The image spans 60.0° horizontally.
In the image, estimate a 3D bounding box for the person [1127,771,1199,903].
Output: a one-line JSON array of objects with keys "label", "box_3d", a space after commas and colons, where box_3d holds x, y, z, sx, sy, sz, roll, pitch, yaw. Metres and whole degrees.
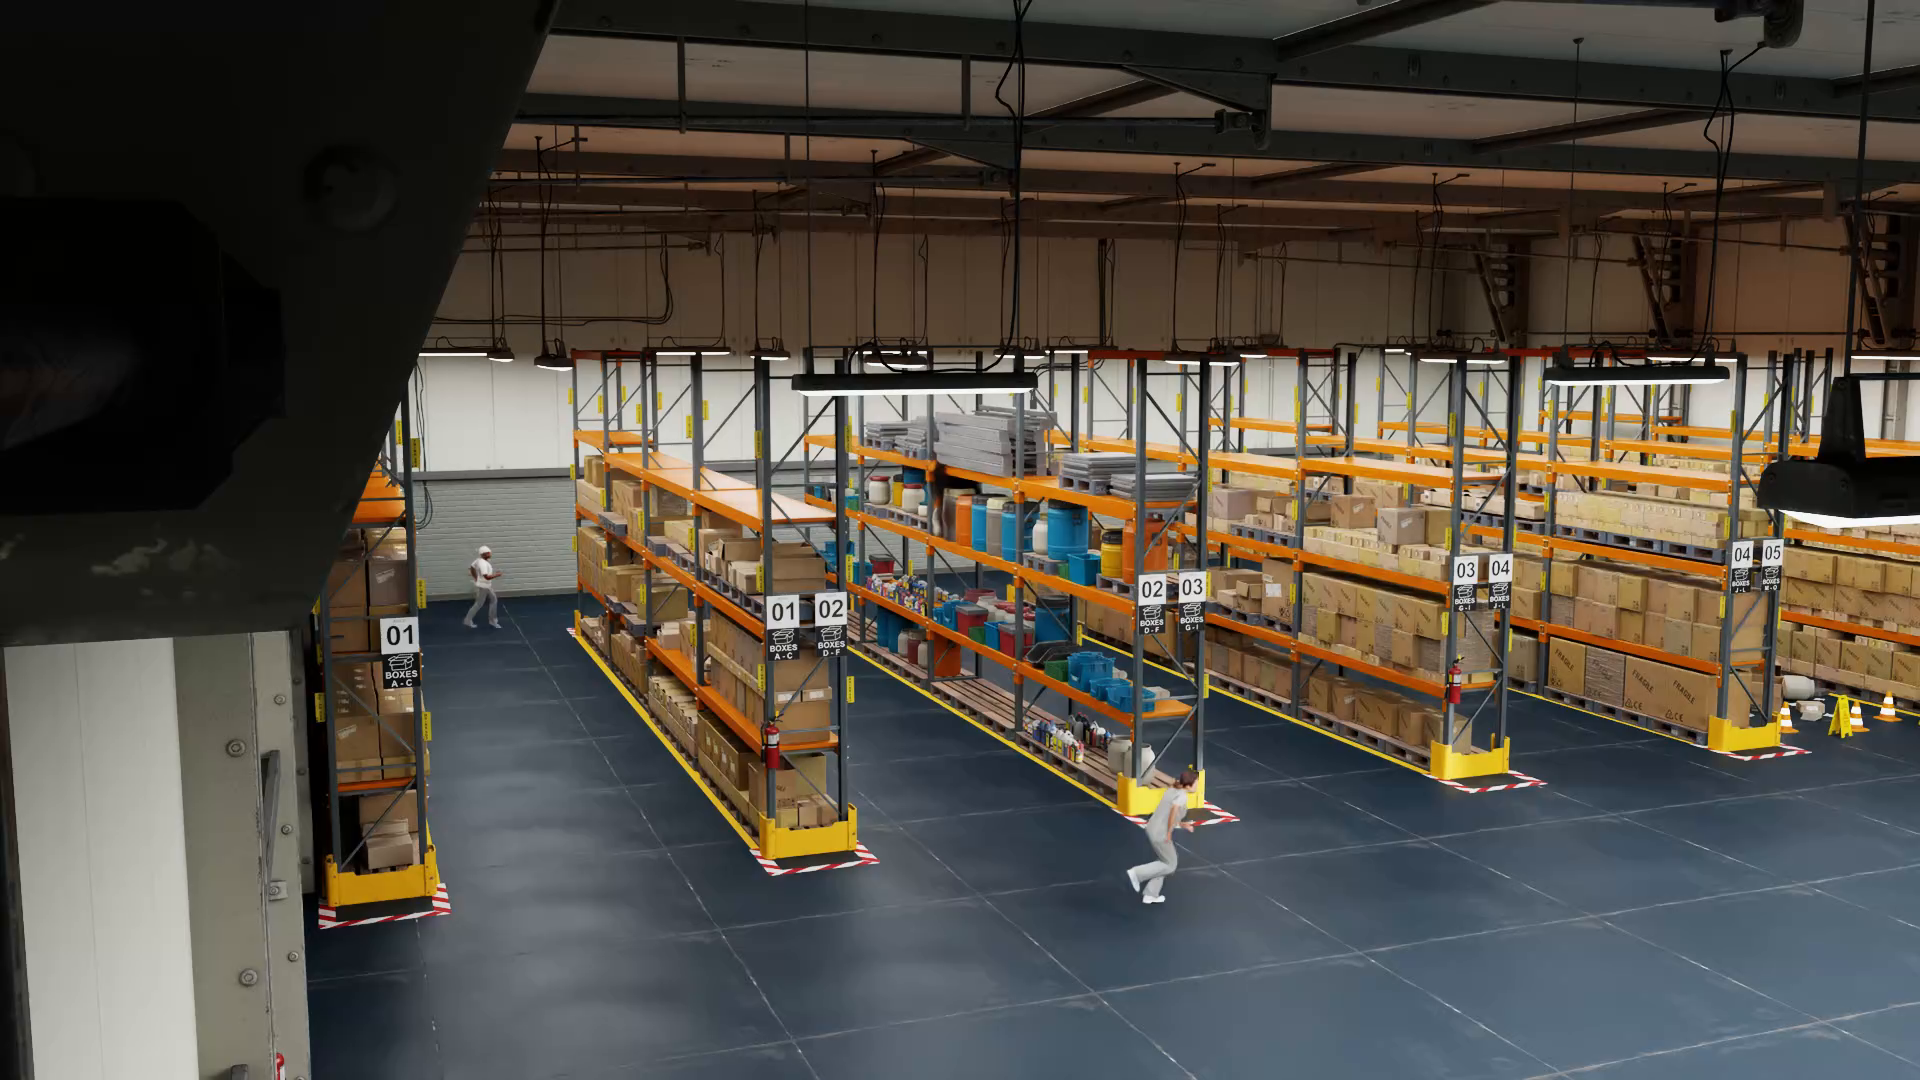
[{"label": "person", "box_3d": [2.265, 3.319, 18.474, 0.812, 1.488, 0.579, -2, 7, -12]}]

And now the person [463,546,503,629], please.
[{"label": "person", "box_3d": [-10.182, 1.039, 35.506, 0.865, 1.822, 0.686, -2, 7, -13]}]
